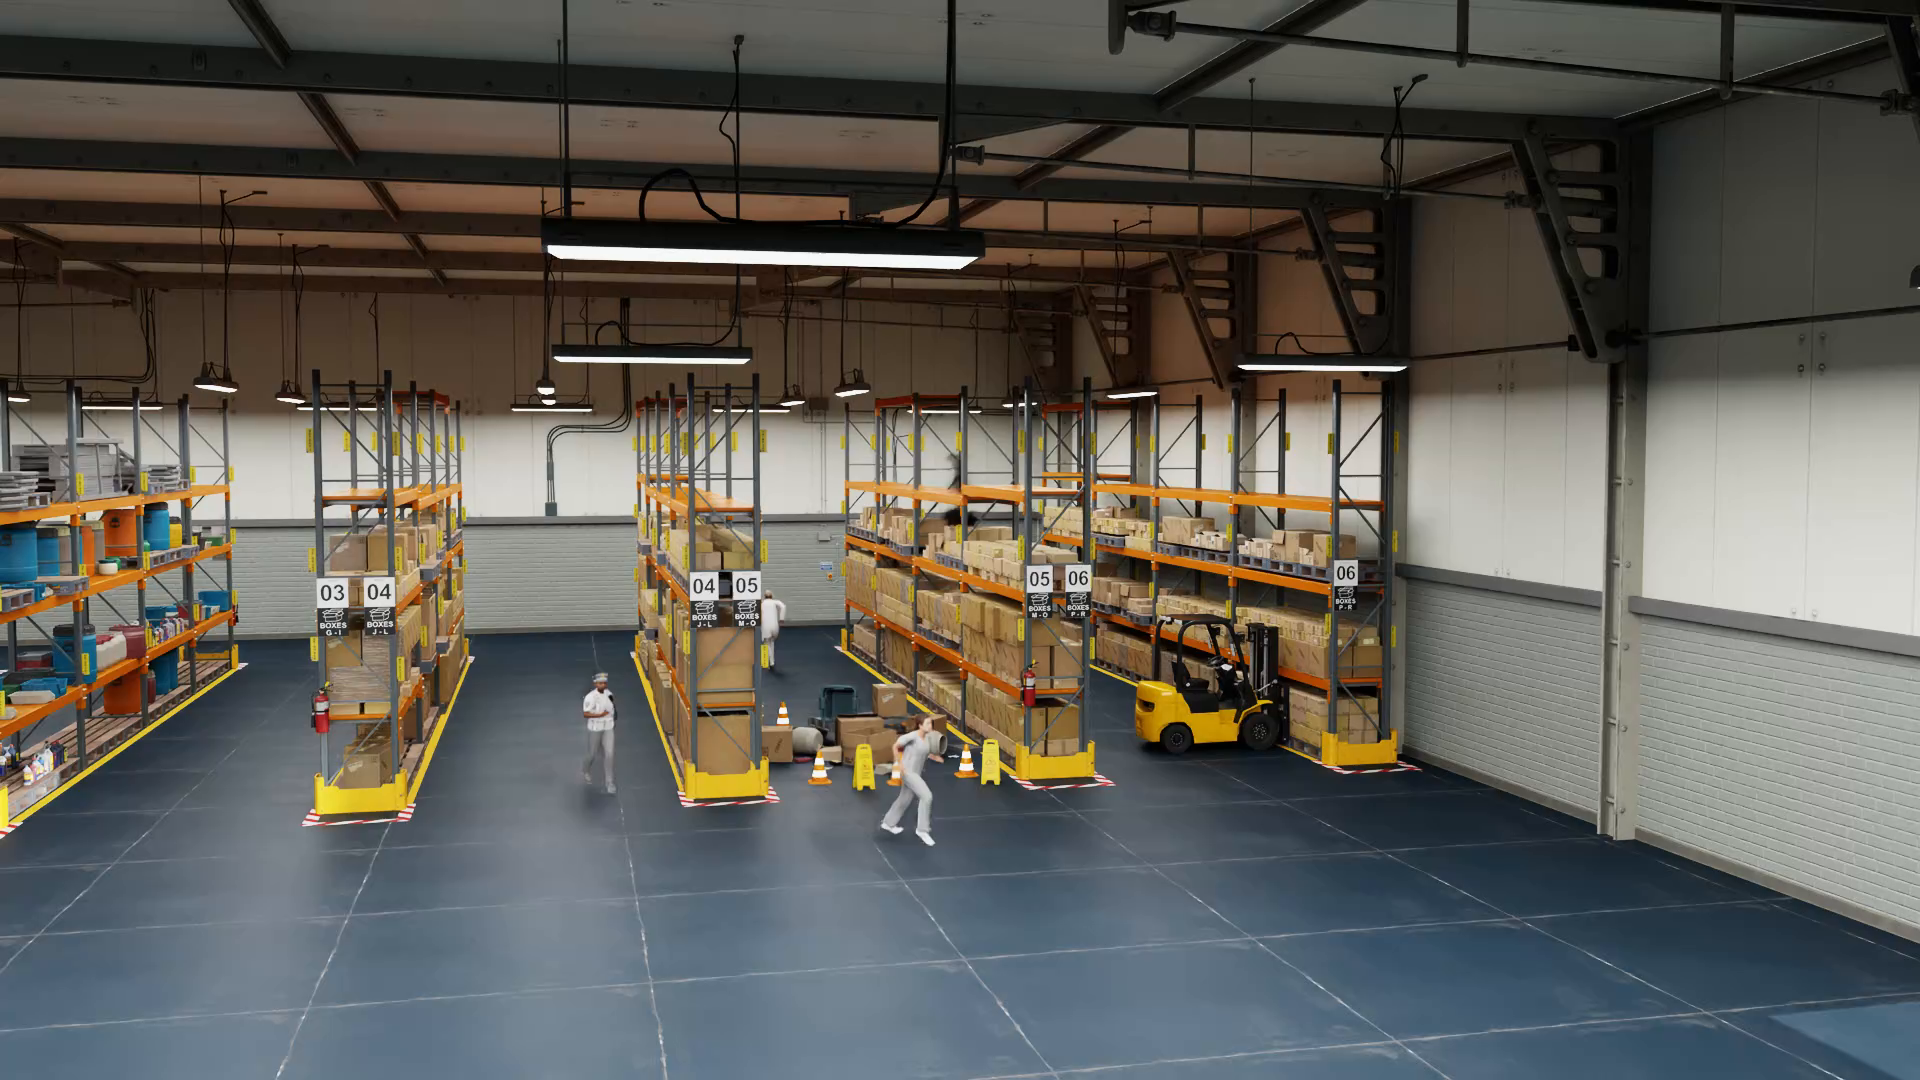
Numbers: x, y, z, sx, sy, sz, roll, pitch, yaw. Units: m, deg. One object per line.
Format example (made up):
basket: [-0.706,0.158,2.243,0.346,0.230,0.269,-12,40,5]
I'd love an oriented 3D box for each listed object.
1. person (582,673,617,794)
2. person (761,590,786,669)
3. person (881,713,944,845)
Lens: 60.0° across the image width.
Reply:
person: [-5.205,2.745,23.999,0.566,1.699,0.929,-2,4,-35]
person: [-4.205,2.018,36.741,0.697,1.789,1.031,-1,3,-17]
person: [-0.643,2.990,20.979,0.880,1.657,0.582,2,4,29]
